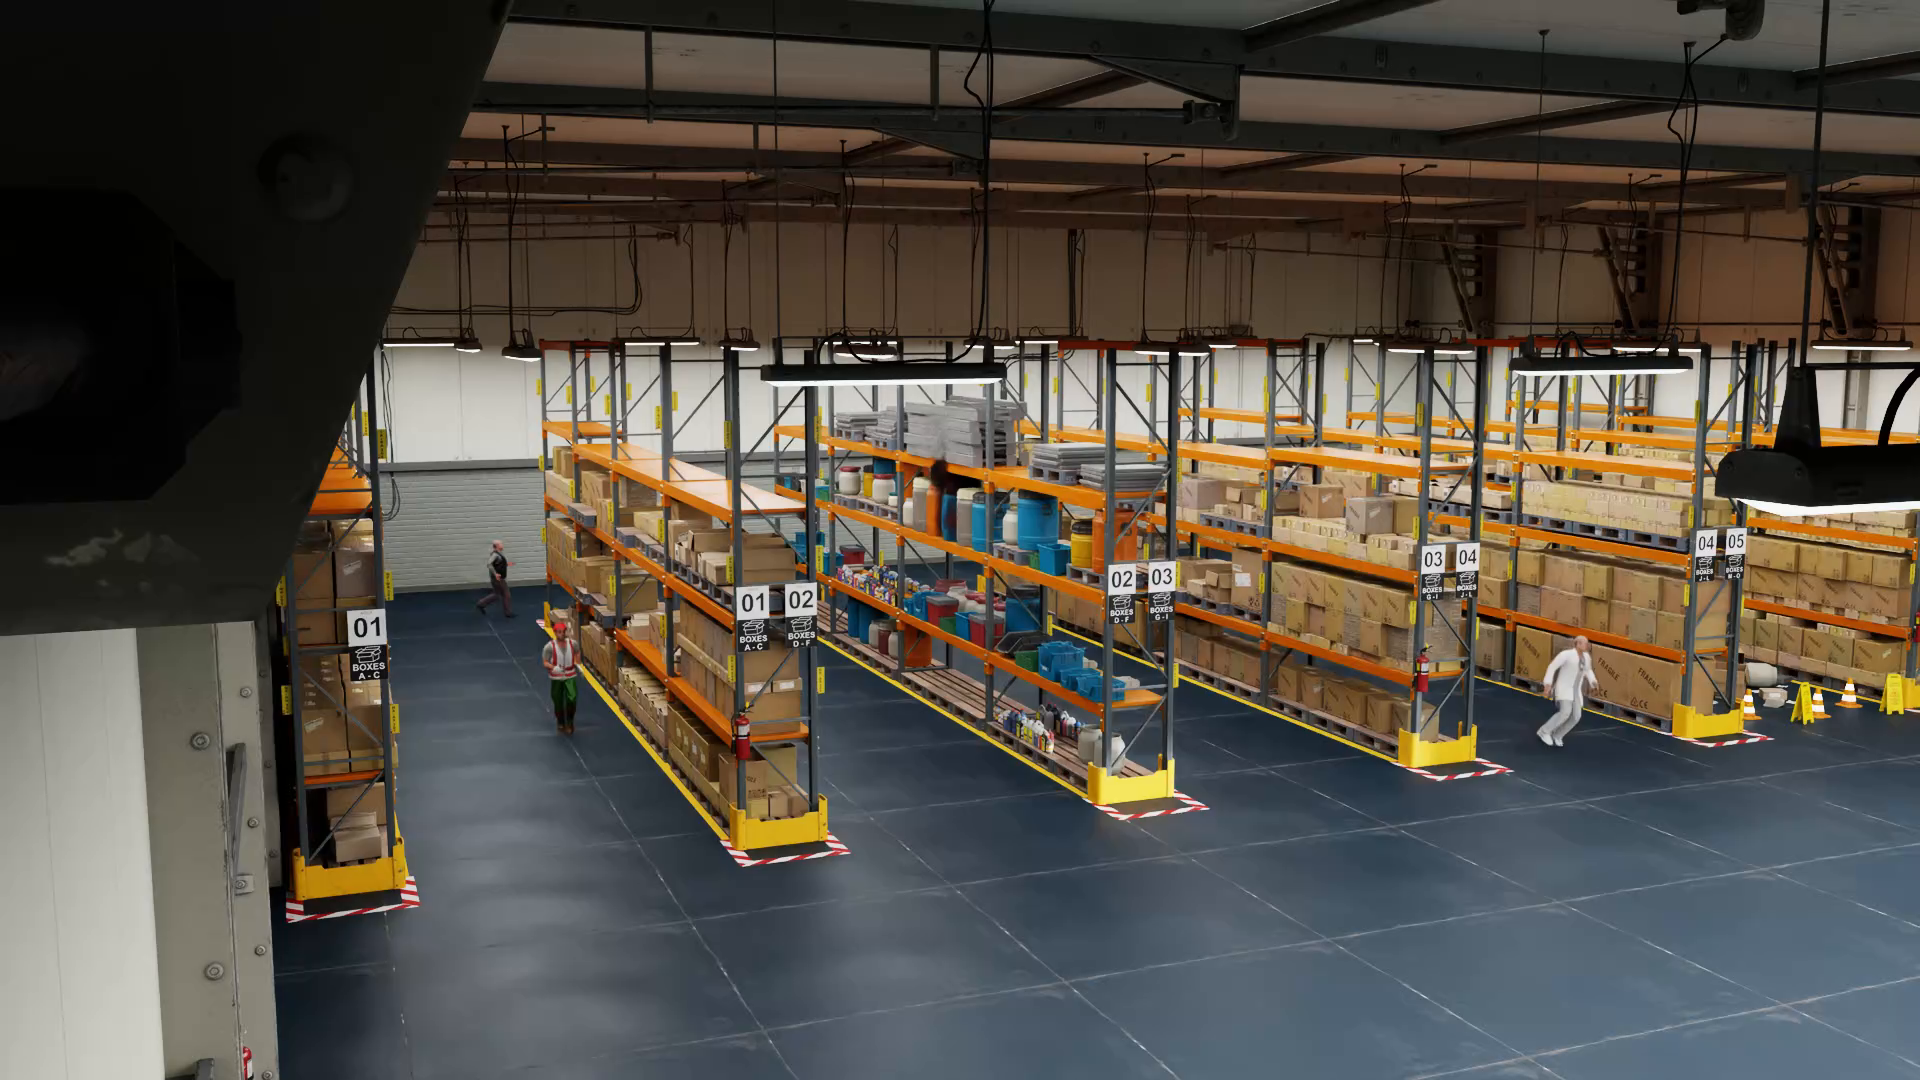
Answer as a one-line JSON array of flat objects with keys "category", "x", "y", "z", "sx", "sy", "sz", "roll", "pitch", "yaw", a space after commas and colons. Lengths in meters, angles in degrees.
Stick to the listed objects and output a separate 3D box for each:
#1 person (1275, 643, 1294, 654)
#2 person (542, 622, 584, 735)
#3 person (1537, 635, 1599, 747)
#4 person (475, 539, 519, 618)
[{"category": "person", "x": 6.167, "y": 1.514, "z": 30.980, "sx": 0.581, "sy": 1.615, "sz": 0.649, "roll": -6, "pitch": 9, "yaw": -38}, {"category": "person", "x": -6.083, "y": 2.133, "z": 25.530, "sx": 0.637, "sy": 1.766, "sz": 0.778, "roll": -2, "pitch": 8, "yaw": -18}, {"category": "person", "x": 9.178, "y": 2.315, "z": 25.001, "sx": 0.952, "sy": 1.636, "sz": 0.633, "roll": -4, "pitch": 9, "yaw": -29}, {"category": "person", "x": -9.943, "y": 0.835, "z": 35.660, "sx": 0.908, "sy": 1.701, "sz": 0.645, "roll": -3, "pitch": 8, "yaw": -20}]
